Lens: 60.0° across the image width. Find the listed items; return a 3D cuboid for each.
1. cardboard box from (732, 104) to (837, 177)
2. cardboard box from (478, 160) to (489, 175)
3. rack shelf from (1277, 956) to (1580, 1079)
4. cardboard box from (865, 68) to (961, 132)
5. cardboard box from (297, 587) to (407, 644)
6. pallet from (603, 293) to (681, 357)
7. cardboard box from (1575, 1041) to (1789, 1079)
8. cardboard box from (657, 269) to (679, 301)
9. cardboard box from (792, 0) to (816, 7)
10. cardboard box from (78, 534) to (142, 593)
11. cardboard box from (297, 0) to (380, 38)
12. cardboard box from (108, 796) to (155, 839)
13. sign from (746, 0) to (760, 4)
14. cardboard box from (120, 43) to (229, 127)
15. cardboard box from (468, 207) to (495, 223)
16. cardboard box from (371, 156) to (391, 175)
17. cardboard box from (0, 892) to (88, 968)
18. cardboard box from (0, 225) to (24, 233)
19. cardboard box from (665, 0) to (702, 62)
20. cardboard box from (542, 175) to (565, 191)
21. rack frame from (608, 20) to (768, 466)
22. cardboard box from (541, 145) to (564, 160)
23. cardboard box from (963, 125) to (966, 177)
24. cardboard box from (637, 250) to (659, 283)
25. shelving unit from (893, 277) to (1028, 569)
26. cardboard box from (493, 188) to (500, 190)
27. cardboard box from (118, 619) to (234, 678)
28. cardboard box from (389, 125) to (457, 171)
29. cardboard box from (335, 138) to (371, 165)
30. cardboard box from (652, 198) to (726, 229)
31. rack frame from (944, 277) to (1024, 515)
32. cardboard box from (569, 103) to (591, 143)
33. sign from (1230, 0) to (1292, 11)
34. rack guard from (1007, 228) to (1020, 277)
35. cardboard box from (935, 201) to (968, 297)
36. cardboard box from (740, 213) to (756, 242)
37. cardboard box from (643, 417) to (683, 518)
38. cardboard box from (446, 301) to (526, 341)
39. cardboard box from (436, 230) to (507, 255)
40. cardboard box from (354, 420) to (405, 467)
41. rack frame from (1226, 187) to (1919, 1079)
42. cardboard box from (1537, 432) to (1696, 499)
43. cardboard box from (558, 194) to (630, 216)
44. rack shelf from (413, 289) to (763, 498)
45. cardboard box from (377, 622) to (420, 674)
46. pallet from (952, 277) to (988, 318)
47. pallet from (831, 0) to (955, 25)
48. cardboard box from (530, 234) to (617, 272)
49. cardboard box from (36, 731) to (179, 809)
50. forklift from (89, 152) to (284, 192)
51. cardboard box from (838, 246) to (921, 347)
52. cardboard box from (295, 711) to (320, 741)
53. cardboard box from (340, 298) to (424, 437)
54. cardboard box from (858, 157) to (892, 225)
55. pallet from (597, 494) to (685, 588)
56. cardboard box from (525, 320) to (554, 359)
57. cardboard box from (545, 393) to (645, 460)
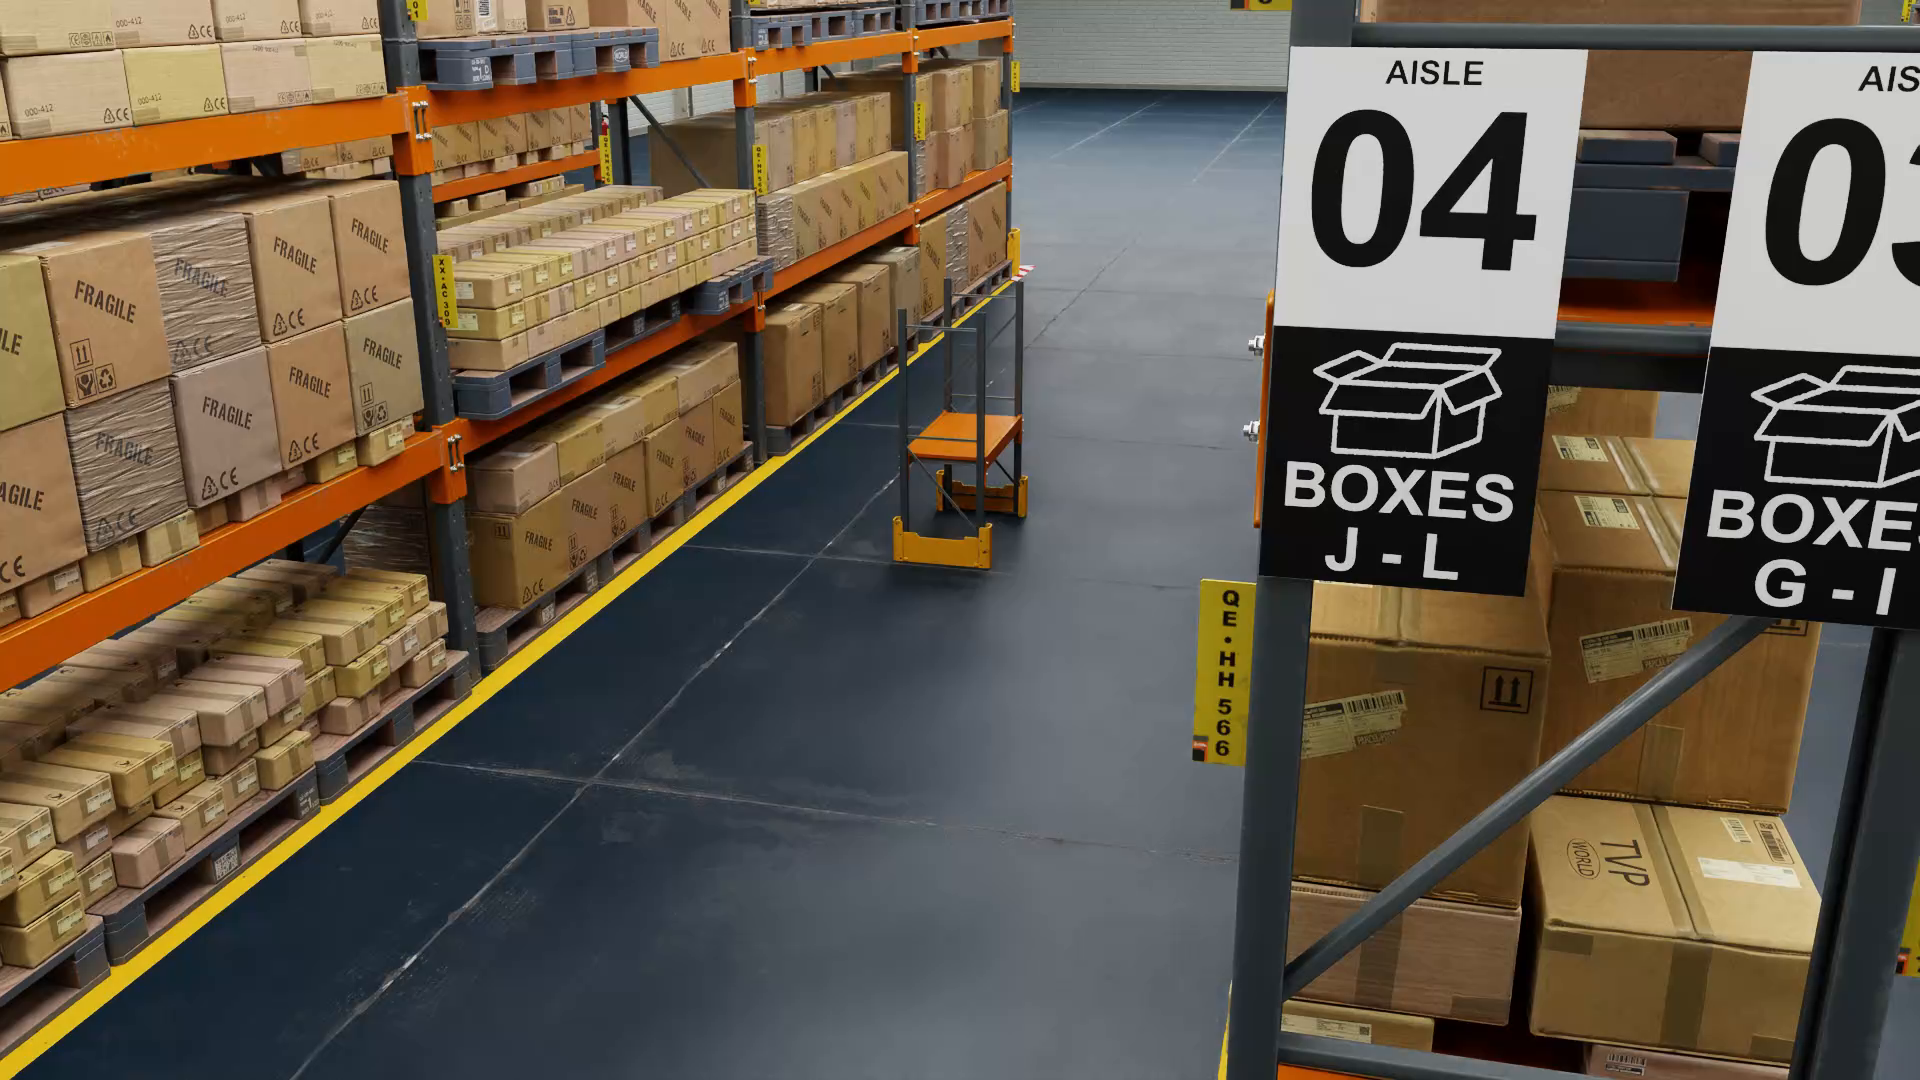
[{"bbox_3d":[-1.378,-3.142,13.044,0.700,0.500,0.500,4,19,13],"label":"cardboard box"},{"bbox_3d":[-5.151,-3.899,17.351,0.380,0.149,0.250,5,19,13],"label":"cardboard box"},{"bbox_3d":[1.451,0.643,4.779,1.077,0.370,4.000,5,19,13],"label":"rack shelf"},{"bbox_3d":[-0.480,-4.290,16.205,0.875,0.550,0.550,5,19,13],"label":"cardboard box"},{"bbox_3d":[-2.703,0.336,7.404,0.380,0.149,0.250,5,19,14],"label":"cardboard box"},{"bbox_3d":[-2.312,-1.287,9.613,1.003,0.211,1.213,5,19,13],"label":"pallet"},{"bbox_3d":[1.369,0.963,3.117,0.380,0.149,0.250,5,19,14],"label":"cardboard box"},{"bbox_3d":[-1.861,-1.489,9.646,0.380,0.149,0.250,5,20,15],"label":"cardboard box"},{"bbox_3d":[-1.355,-3.963,11.936,0.500,0.250,0.500,5,20,15],"label":"cardboard box"},{"bbox_3d":[-3.094,0.056,5.772,0.380,0.149,0.250,5,20,15],"label":"cardboard box"},{"bbox_3d":[-2.711,-2.168,6.713,0.500,0.250,0.500,4,19,11],"label":"cardboard box"},{"bbox_3d":[-3.183,0.955,6.050,0.380,0.149,0.250,6,20,16],"label":"cardboard box"},{"bbox_3d":[-1.342,-3.622,10.712,0.100,0.325,0.005,5,19,13],"label":"sign"},{"bbox_3d":[-2.960,-1.607,5.842,0.500,0.250,0.500,4,19,13],"label":"cardboard box"},{"bbox_3d":[-5.190,-3.200,17.358,0.500,0.500,0.500,5,20,16],"label":"cardboard box"},{"bbox_3d":[-5.573,-3.512,15.567,0.380,0.149,0.250,5,19,14],"label":"cardboard box"},{"bbox_3d":[-3.176,1.279,5.564,0.380,0.149,0.250,5,19,14],"label":"cardboard box"},{"bbox_3d":[-3.583,-0.807,5.748,0.500,0.500,0.500,4,19,11],"label":"cardboard box"},{"bbox_3d":[-1.870,-3.112,9.862,0.500,0.500,0.500,5,19,13],"label":"cardboard box"},{"bbox_3d":[-4.705,-4.036,18.803,0.380,0.149,0.250,5,20,15],"label":"cardboard box"},{"bbox_3d":[-1.868,-2.002,11.408,1.000,3.000,0.127,5,19,13],"label":"rack frame"},{"bbox_3d":[-4.693,-4.366,18.717,0.380,0.149,0.250,5,19,14],"label":"cardboard box"},{"bbox_3d":[-0.421,-3.951,16.883,0.875,0.550,0.500,5,19,13],"label":"cardboard box"},{"bbox_3d":[-1.923,-1.546,9.353,0.380,0.149,0.250,4,19,12],"label":"cardboard box"},{"bbox_3d":[0.019,-0.734,10.015,0.587,1.500,1.083,5,19,13],"label":"shelving unit"},{"bbox_3d":[-5.332,-3.718,18.877,0.500,0.500,0.500,4,19,11],"label":"cardboard box"},{"bbox_3d":[-3.310,0.461,7.039,0.380,0.149,0.250,4,19,12],"label":"cardboard box"},{"bbox_3d":[-5.337,-3.919,16.405,0.500,0.500,0.500,5,19,13],"label":"cardboard box"},{"bbox_3d":[-5.725,-3.683,15.066,0.500,0.500,0.500,5,19,14],"label":"cardboard box"},{"bbox_3d":[-1.670,-2.013,10.258,0.380,0.149,0.250,5,20,15],"label":"cardboard box"},{"bbox_3d":[0.145,-0.896,10.490,0.500,1.500,0.032,5,19,13],"label":"rack frame"},{"bbox_3d":[-4.603,-4.865,19.175,0.500,0.500,0.500,4,19,12],"label":"cardboard box"},{"bbox_3d":[0.440,-0.919,2.350,0.100,0.325,0.005,5,19,13],"label":"sign"},{"bbox_3d":[0.093,-3.334,19.175,1.175,0.500,0.348,5,19,13],"label":"rack guard"},{"bbox_3d":[-0.452,-2.923,16.743,0.875,0.875,0.875,5,19,14],"label":"cardboard box"},{"bbox_3d":[-1.547,-2.032,10.774,0.380,0.149,0.250,5,20,15],"label":"cardboard box"},{"bbox_3d":[-2.019,-0.461,10.115,0.500,0.500,0.500,4,19,11],"label":"cardboard box"},{"bbox_3d":[-2.303,-1.056,7.917,0.380,0.149,0.250,5,19,14],"label":"cardboard box"},{"bbox_3d":[-2.679,-1.575,8.976,0.380,0.149,0.250,4,19,12],"label":"cardboard box"},{"bbox_3d":[-2.645,-0.432,7.200,0.380,0.149,0.250,4,19,12],"label":"cardboard box"},{"bbox_3d":[0.963,0.929,2.827,1.000,3.000,0.127,5,19,13],"label":"rack frame"},{"bbox_3d":[1.585,0.056,3.996,0.500,0.500,0.500,4,19,12],"label":"cardboard box"},{"bbox_3d":[-2.296,-2.073,10.434,0.380,0.149,0.250,5,19,13],"label":"cardboard box"},{"bbox_3d":[-2.356,-1.035,9.689,1.077,0.370,4.000,5,19,13],"label":"rack shelf"},{"bbox_3d":[-2.668,0.471,7.468,0.380,0.149,0.250,4,19,11],"label":"cardboard box"},{"bbox_3d":[-0.333,-2.552,17.332,1.003,0.211,1.213,5,19,13],"label":"pallet"},{"bbox_3d":[-0.680,-4.889,15.356,1.003,0.211,1.213,5,19,13],"label":"pallet"},{"bbox_3d":[-2.050,-1.523,8.824,0.380,0.149,0.250,4,19,13],"label":"cardboard box"},{"bbox_3d":[-3.062,0.823,5.978,0.380,0.149,0.250,5,19,14],"label":"cardboard box"},{"bbox_3d":[-4.504,-1.644,10.465,1.130,2.935,3.031,5,19,14],"label":"forklift"},{"bbox_3d":[-0.955,-2.188,14.784,1.050,0.750,0.750,5,19,13],"label":"cardboard box"},{"bbox_3d":[-2.939,0.788,7.001,0.380,0.149,0.250,4,19,12],"label":"cardboard box"},{"bbox_3d":[-2.689,-0.762,7.164,0.500,0.500,0.500,5,19,13],"label":"cardboard box"},{"bbox_3d":[-0.882,-2.960,14.058,0.500,0.500,0.500,4,19,13],"label":"cardboard box"},{"bbox_3d":[-2.360,-0.056,10.026,1.003,0.211,1.213,5,19,13],"label":"pallet"},{"bbox_3d":[-2.241,-1.002,8.221,0.380,0.149,0.250,5,19,14],"label":"cardboard box"},{"bbox_3d":[-2.152,-0.656,9.525,0.500,0.250,0.500,5,20,15],"label":"cardboard box"}]
